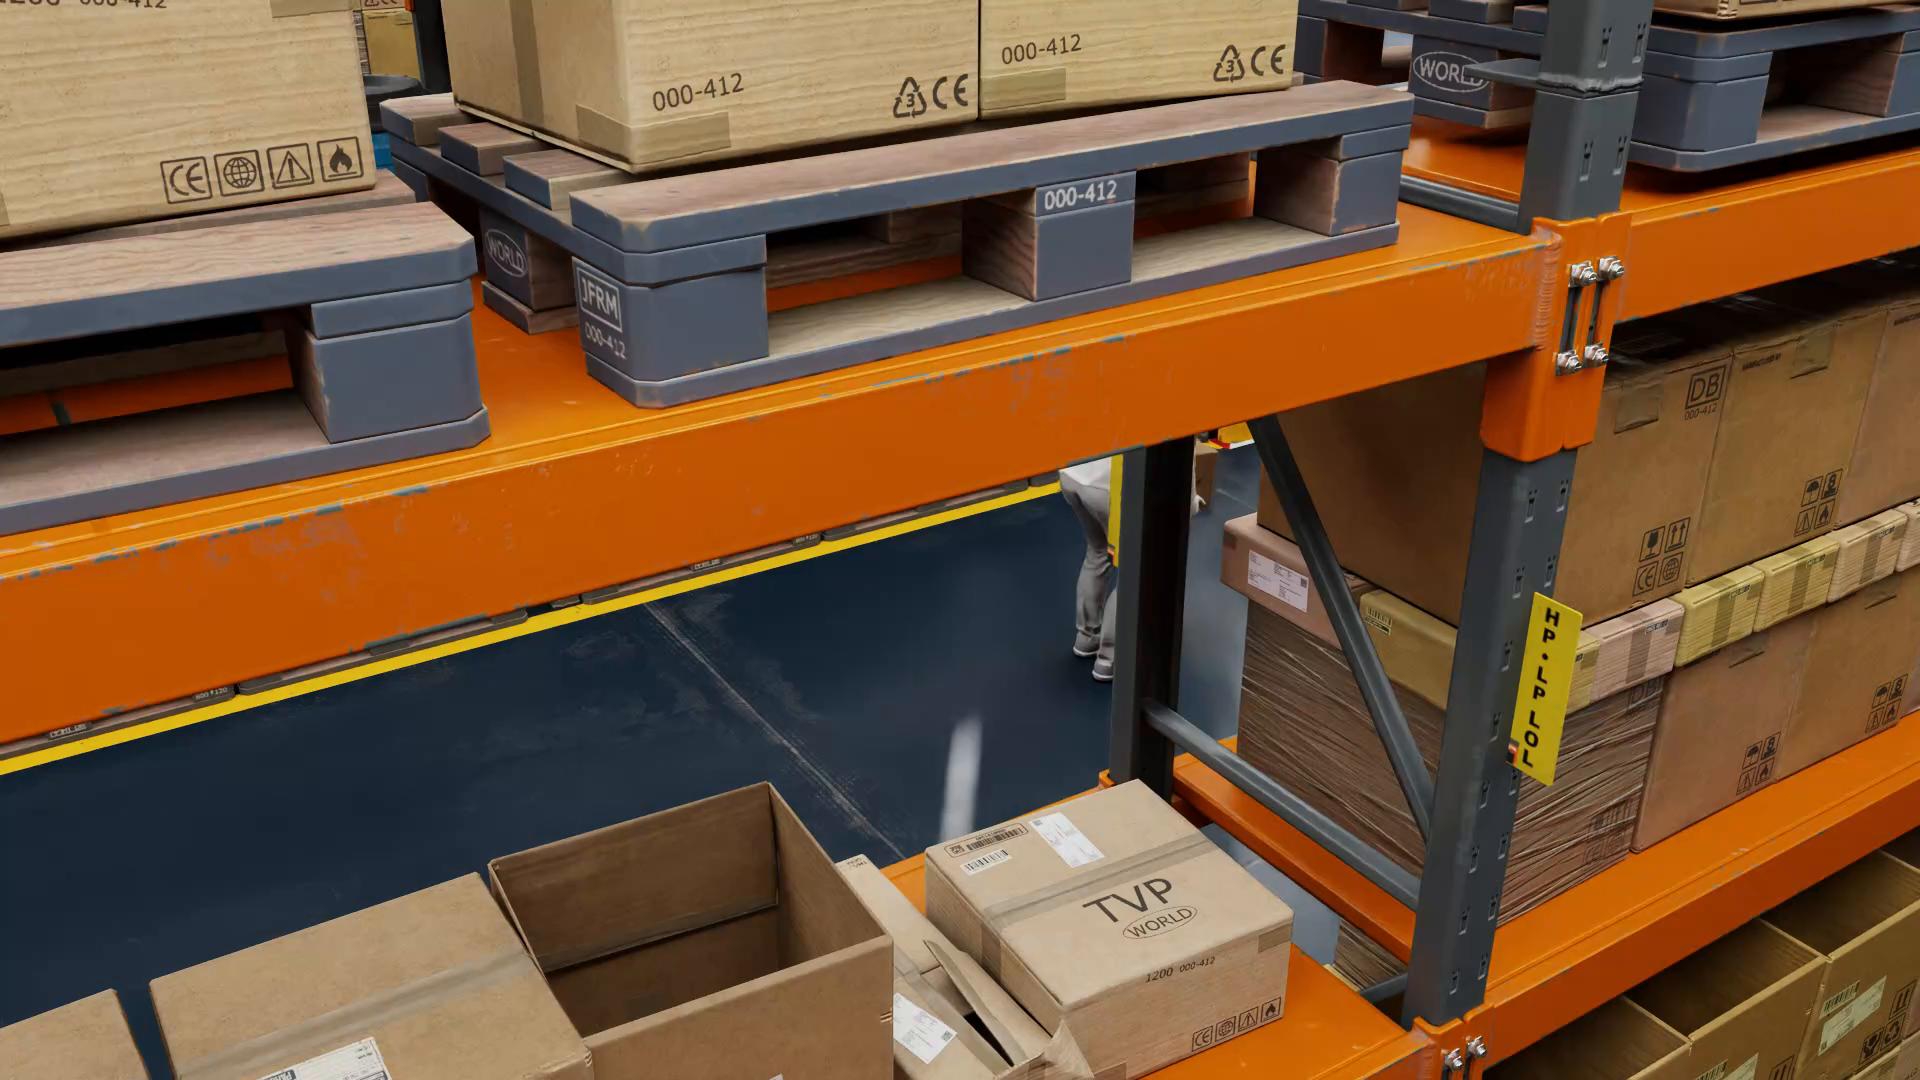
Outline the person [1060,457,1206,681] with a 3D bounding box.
[{"bbox_3d":[0.692,-0.217,6.707,0.647,1.552,0.413,-16,30,-31],"label":"person"}]
